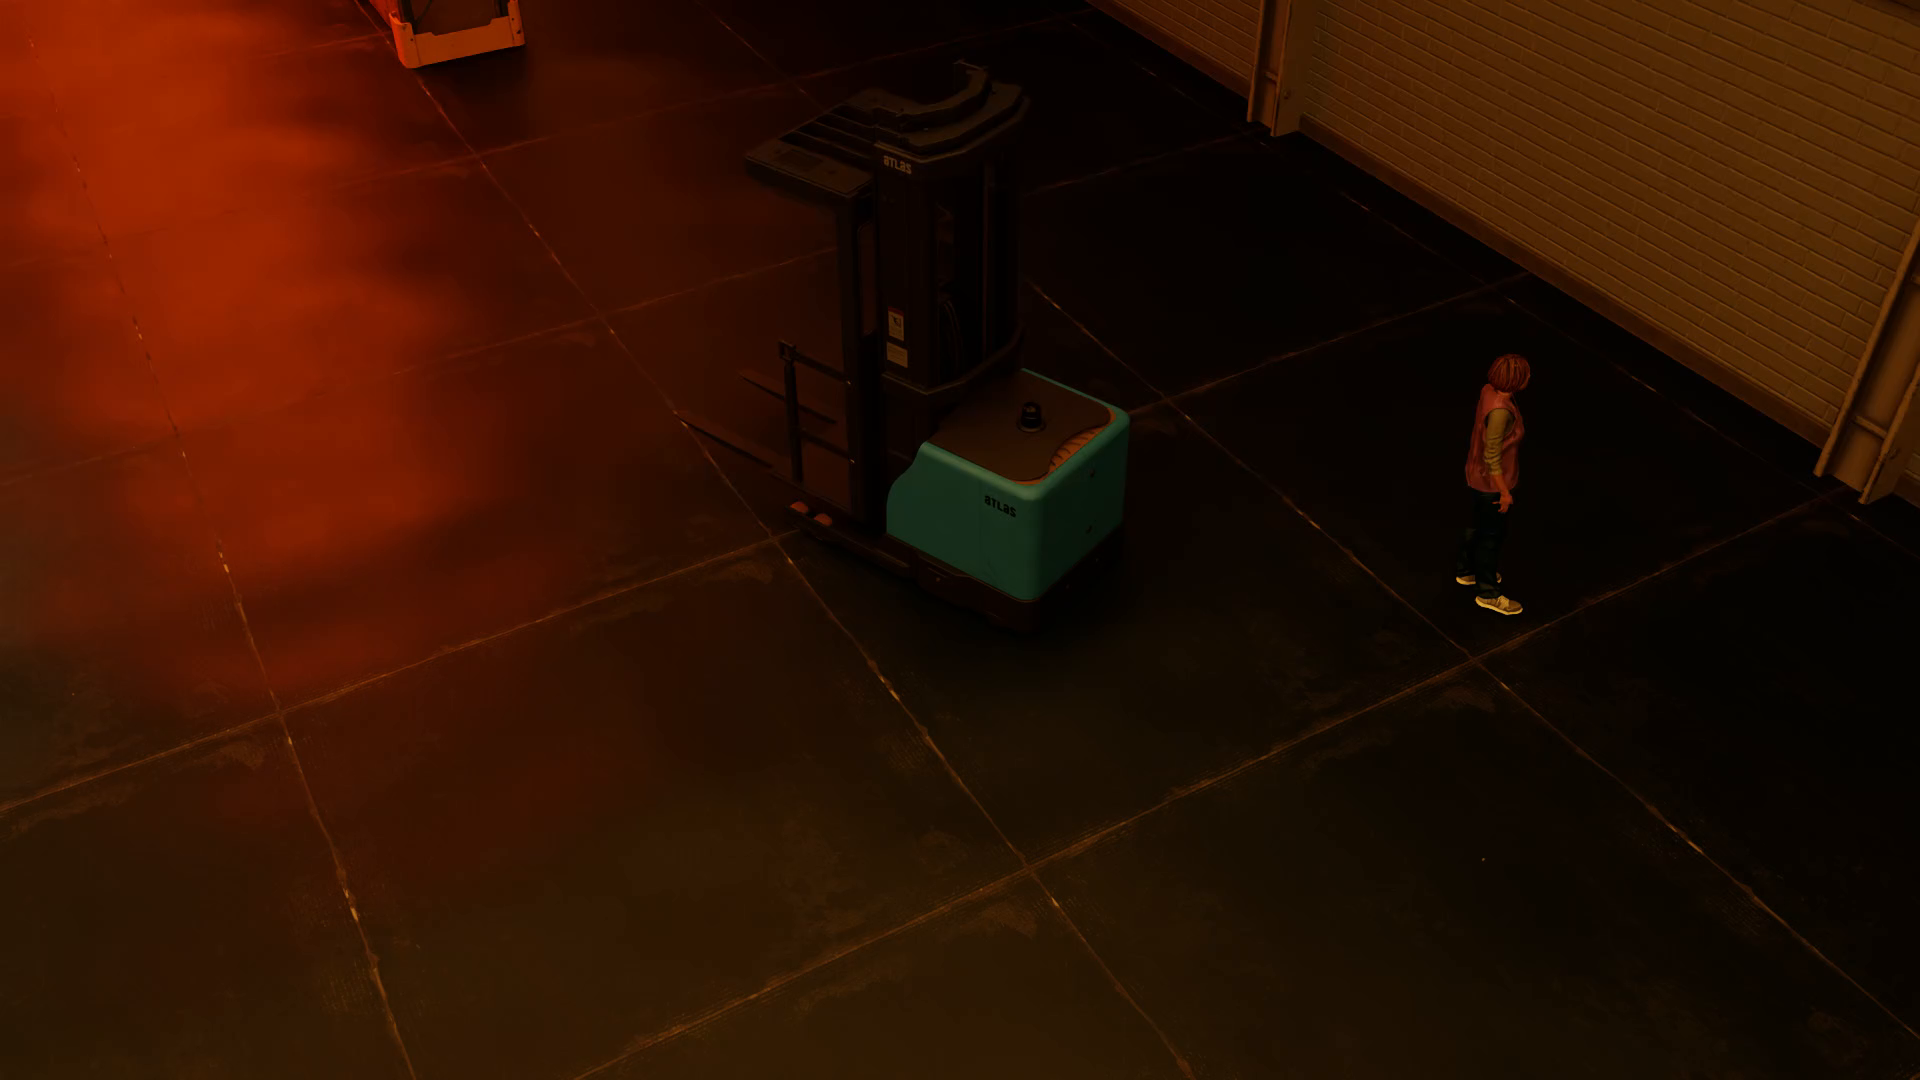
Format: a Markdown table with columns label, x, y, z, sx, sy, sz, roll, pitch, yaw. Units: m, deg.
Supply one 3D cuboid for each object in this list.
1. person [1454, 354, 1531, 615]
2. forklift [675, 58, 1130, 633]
| label | x | y | z | sx | sy | sz | roll | pitch | yaw |
| --- | --- | --- | --- | --- | --- | --- | --- | --- | --- |
| person | 3.111 | -0.346 | 9.486 | 0.475 | 1.597 | 0.520 | 6 | 40 | 7 |
| forklift | -0.481 | -1.366 | 9.683 | 3.031 | 2.935 | 1.130 | 26 | 46 | 28 |
